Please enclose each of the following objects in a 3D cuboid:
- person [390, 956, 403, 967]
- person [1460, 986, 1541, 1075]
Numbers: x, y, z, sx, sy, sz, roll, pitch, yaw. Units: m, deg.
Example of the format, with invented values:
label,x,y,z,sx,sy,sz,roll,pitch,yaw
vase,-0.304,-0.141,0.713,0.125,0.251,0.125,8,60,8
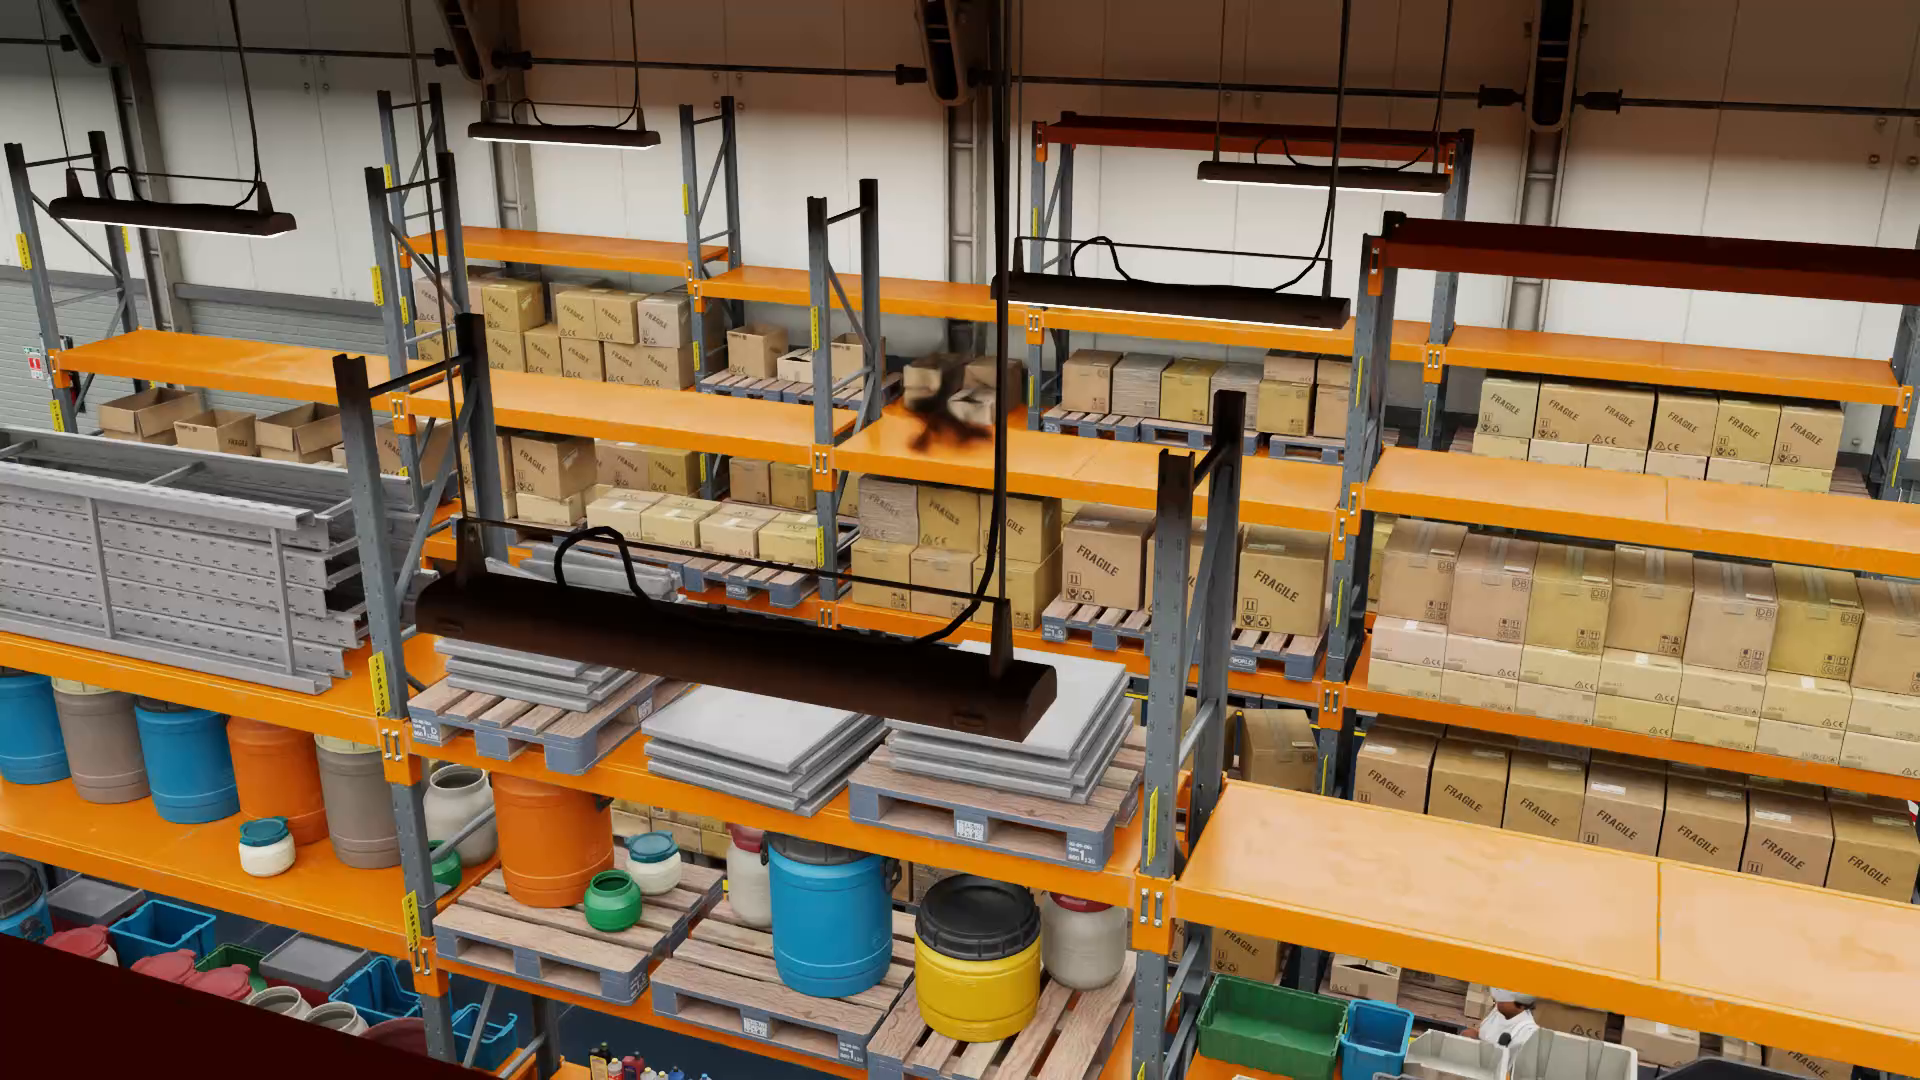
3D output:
label,x,y,z,sx,sy,sz,roll,pitch,yaw
person,-4.736,2.687,12.868,0.923,1.764,0.711,3,21,7
person,3.574,3.553,10.752,0.820,1.718,0.581,4,21,10
